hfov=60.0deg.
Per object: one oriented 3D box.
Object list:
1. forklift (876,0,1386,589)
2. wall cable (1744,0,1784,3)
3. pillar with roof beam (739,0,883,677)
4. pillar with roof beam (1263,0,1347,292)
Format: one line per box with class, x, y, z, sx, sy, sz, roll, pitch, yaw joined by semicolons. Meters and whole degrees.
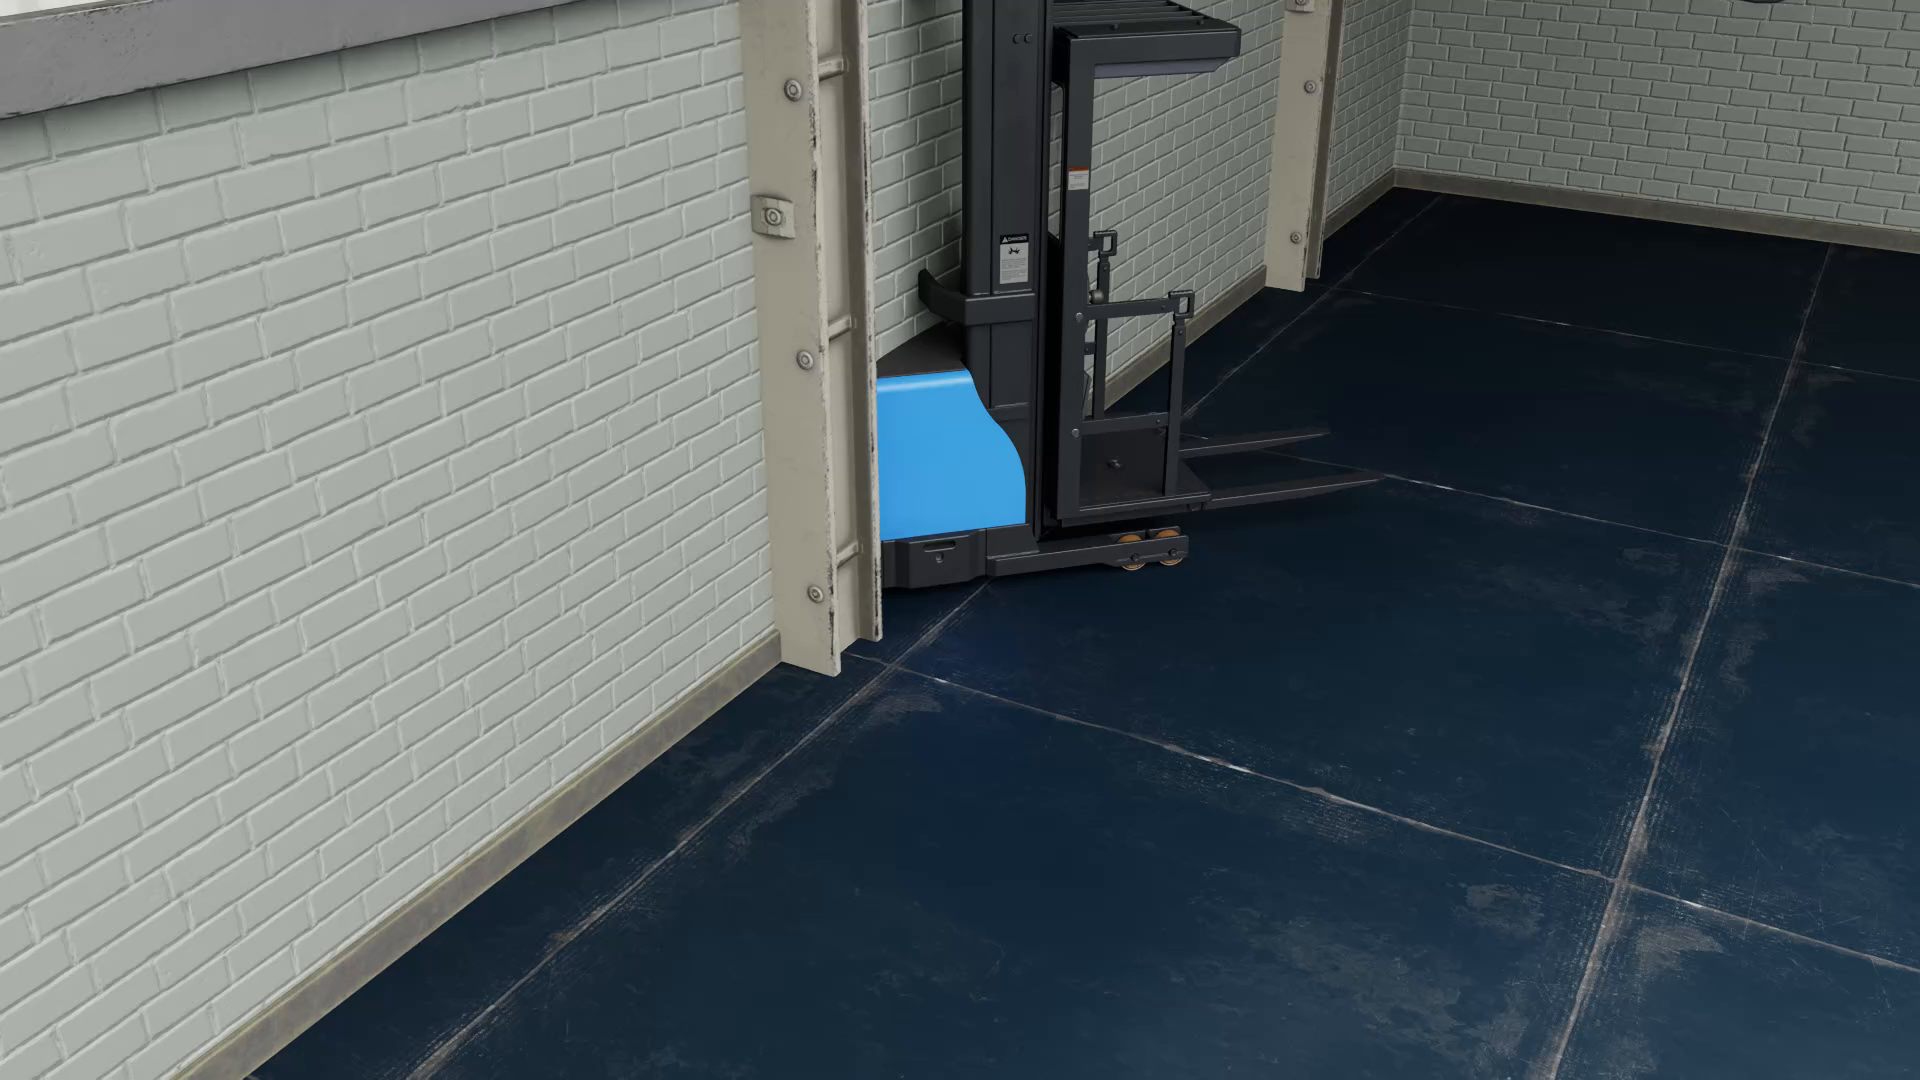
forklift;0.601;-1.386;7.744;3.031;2.935;1.130;-7;27;-14
wall cable;4.980;-5.358;12.370;3.097;2.526;0.112;14;30;26
pillar with roof beam;3.176;-2.604;3.398;9.100;9.000;0.400;14;30;26
pillar with roof beam;6.128;-4.942;8.070;9.100;9.000;0.400;14;30;26
